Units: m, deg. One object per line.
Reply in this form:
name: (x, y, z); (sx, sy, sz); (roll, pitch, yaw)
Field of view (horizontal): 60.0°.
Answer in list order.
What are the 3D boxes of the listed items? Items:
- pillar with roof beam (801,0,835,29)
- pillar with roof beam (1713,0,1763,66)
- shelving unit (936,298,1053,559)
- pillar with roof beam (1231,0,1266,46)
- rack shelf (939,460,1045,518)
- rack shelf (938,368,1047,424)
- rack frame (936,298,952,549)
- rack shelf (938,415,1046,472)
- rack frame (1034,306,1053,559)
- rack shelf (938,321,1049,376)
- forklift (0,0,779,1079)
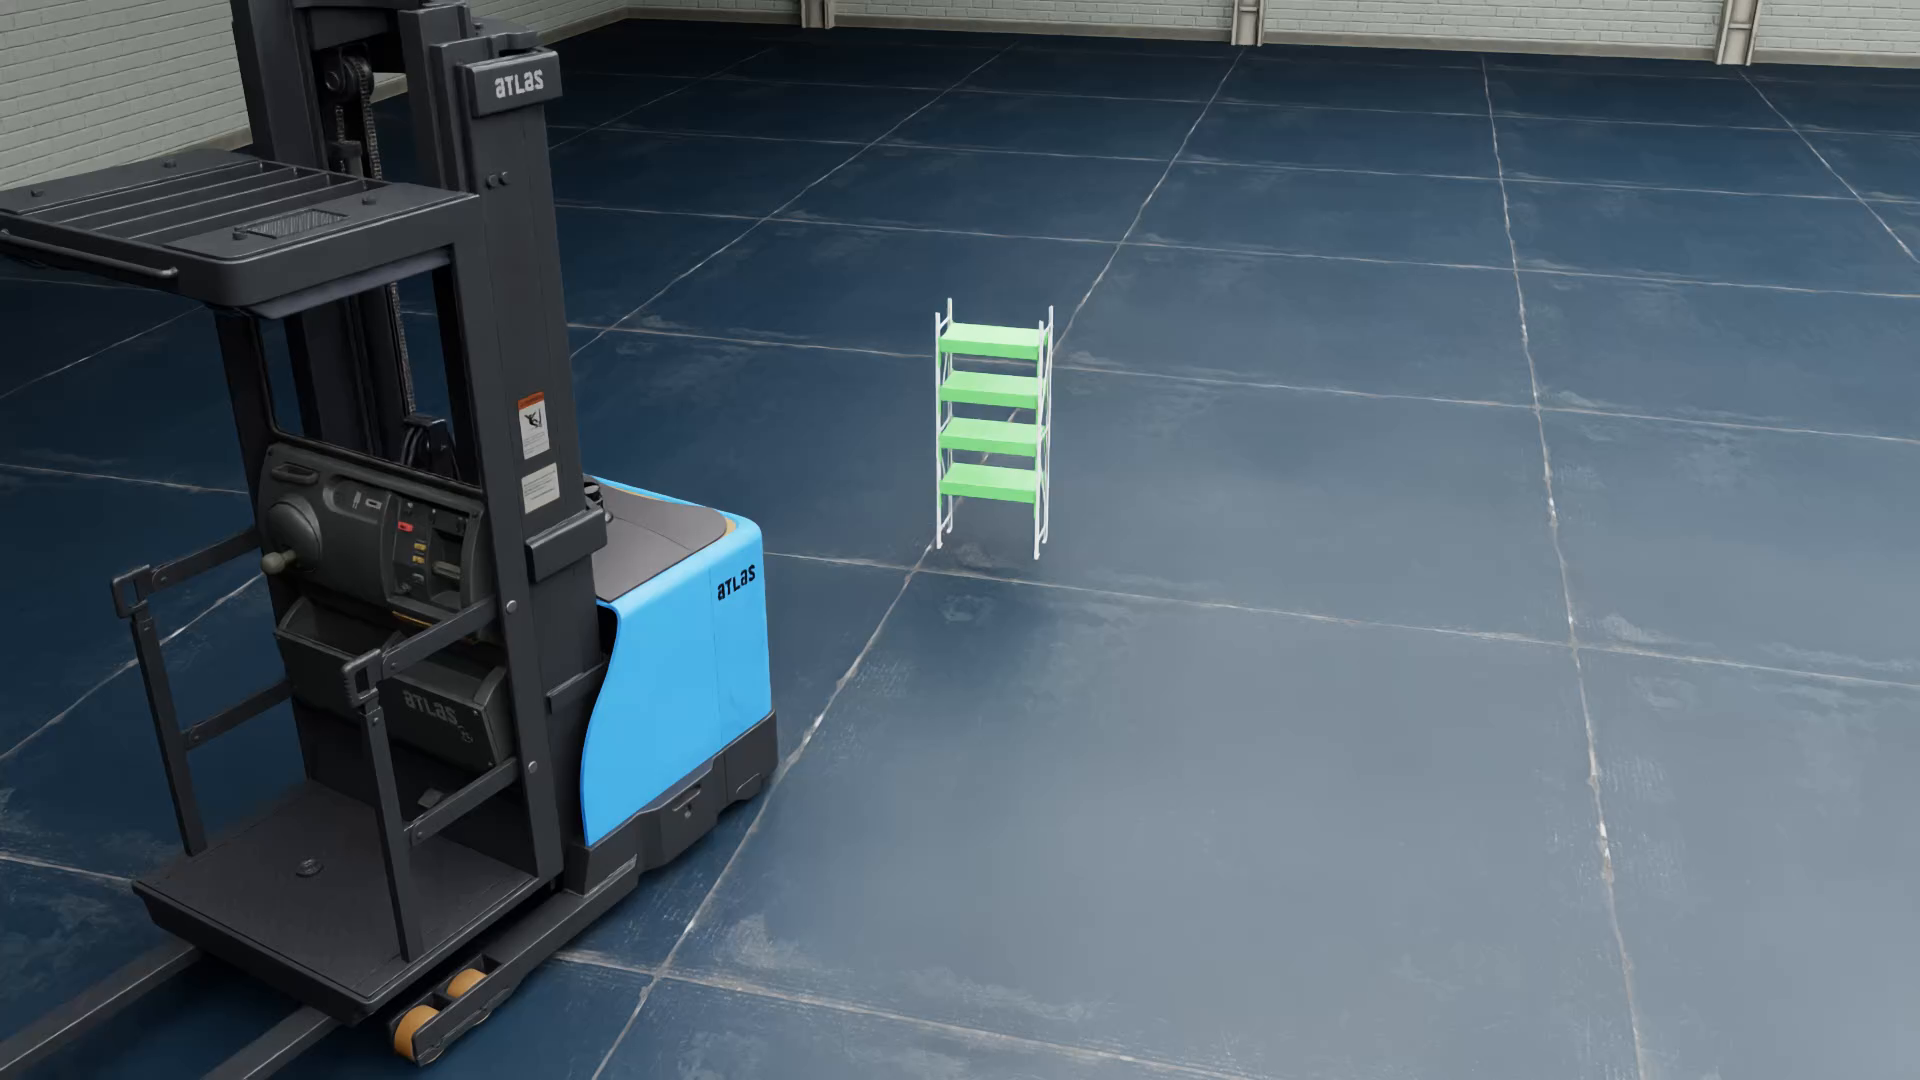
pillar with roof beam: (-3.069, -9.508, 17.751); (0.400, 9.000, 9.100); (6, 26, 13)
pillar with roof beam: (8.553, -8.223, 15.053); (0.400, 9.000, 9.100); (6, 26, 13)
shelving unit: (0.160, -0.524, 7.955); (0.503, 1.200, 0.258); (6, 26, 13)
pillar with roof beam: (2.742, -8.865, 16.402); (0.400, 9.000, 9.100); (6, 26, 13)
rack shelf: (0.160, -0.250, 8.085); (0.480, 0.148, 0.258); (6, 26, 13)
rack shelf: (0.160, -0.683, 7.879); (0.480, 0.148, 0.258); (6, 26, 13)
rack frame: (-0.076, -0.550, 8.010); (0.015, 1.200, 0.240); (6, 26, 13)
rack shelf: (0.160, -0.466, 7.982); (0.480, 0.148, 0.258); (6, 26, 13)
rack frame: (0.397, -0.498, 7.900); (0.015, 1.200, 0.240); (6, 26, 13)
rack shelf: (0.160, -0.900, 7.776); (0.480, 0.148, 0.258); (6, 26, 13)
forklift: (-1.882, 0.011, 4.817); (1.130, 2.935, 3.031); (15, 29, 28)
